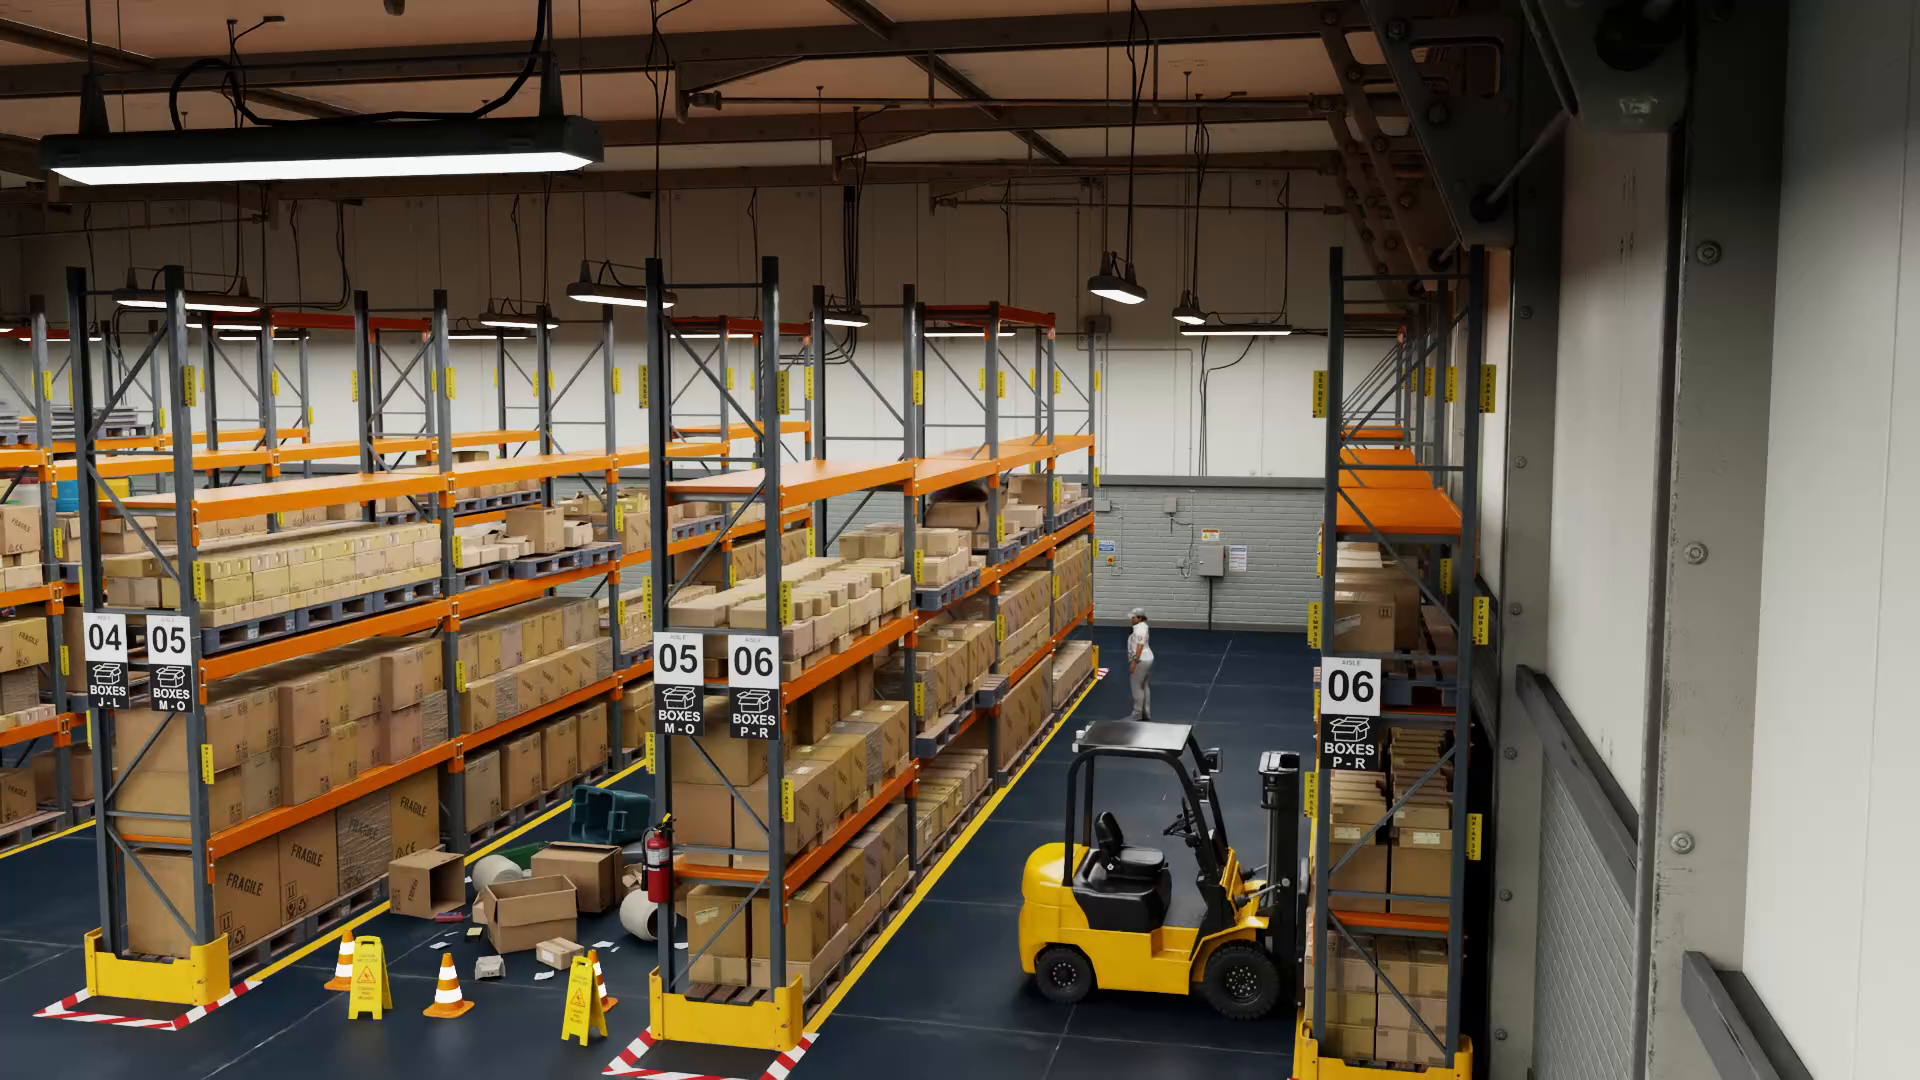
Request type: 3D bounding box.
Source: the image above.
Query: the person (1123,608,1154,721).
[{"bbox_3d":[2.662,1.835,24.714,0.427,1.670,0.497,1,6,14],"label":"person"}]
